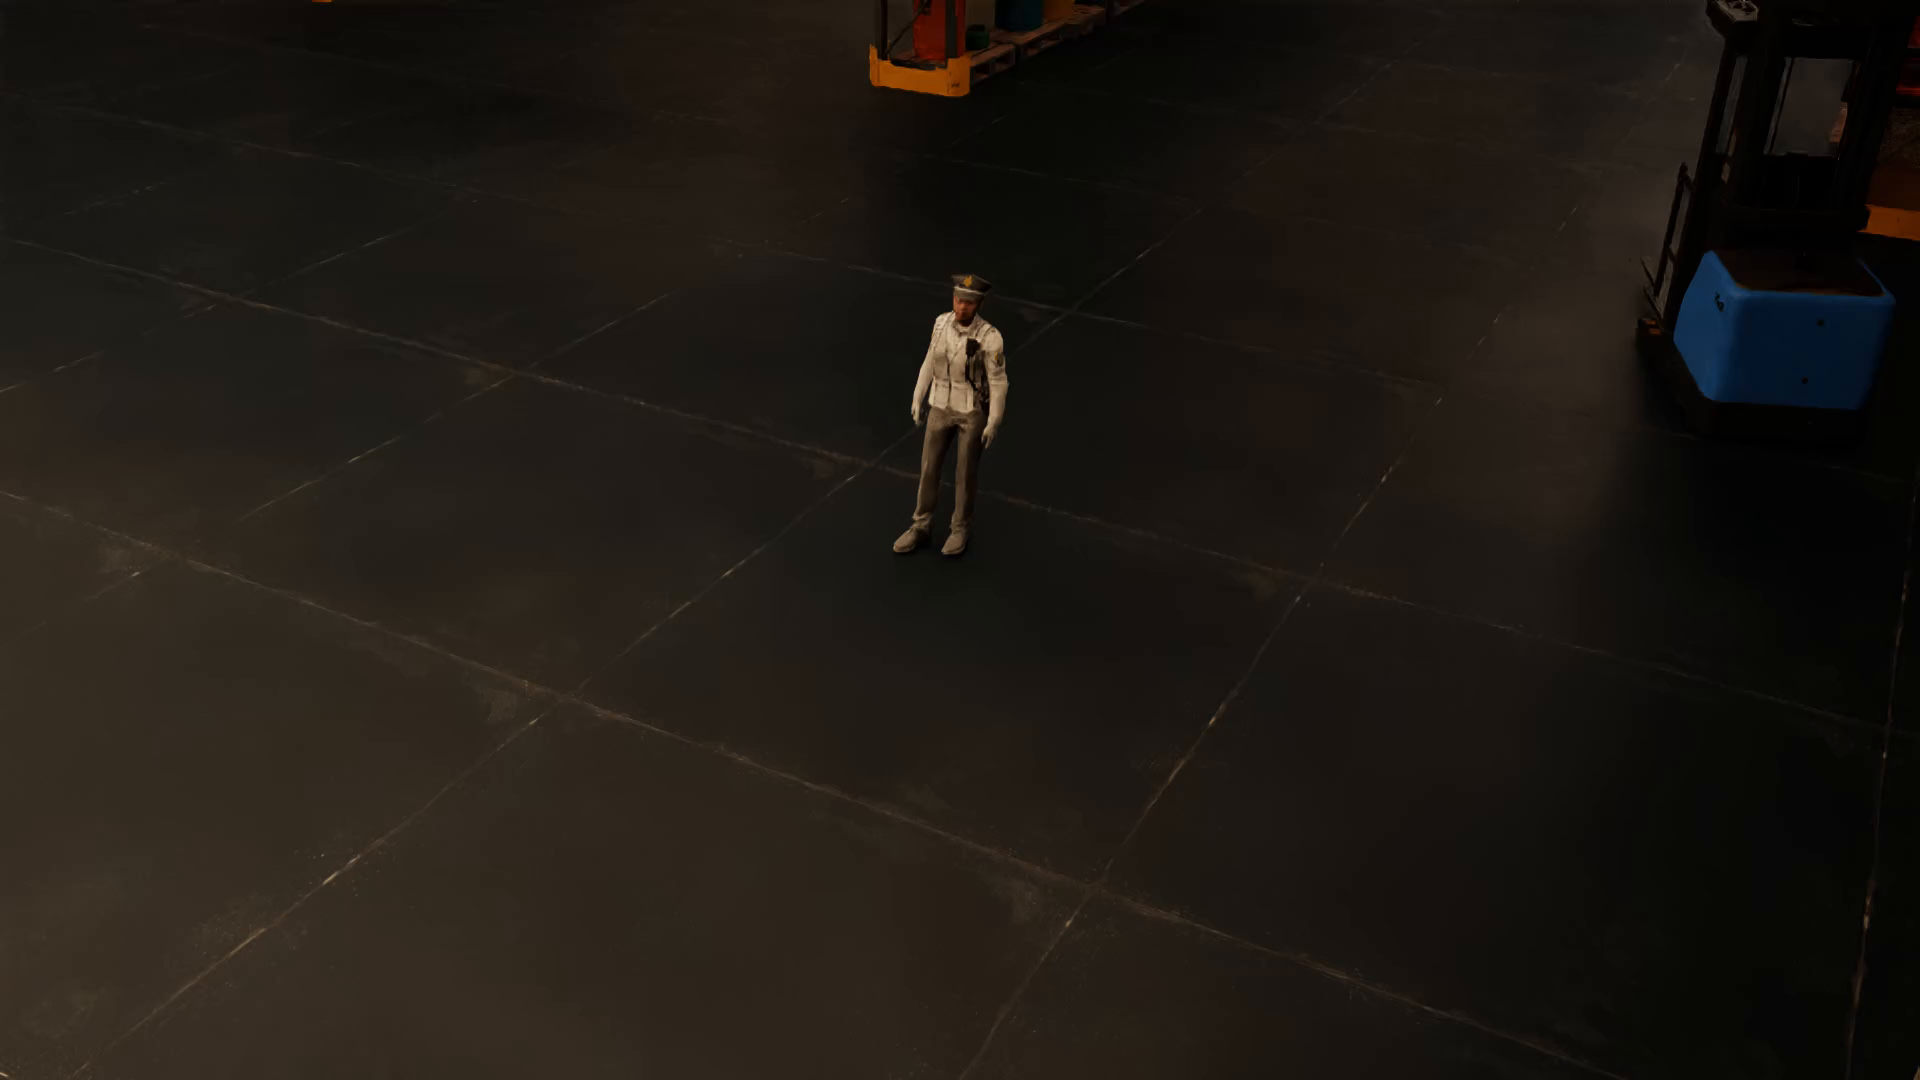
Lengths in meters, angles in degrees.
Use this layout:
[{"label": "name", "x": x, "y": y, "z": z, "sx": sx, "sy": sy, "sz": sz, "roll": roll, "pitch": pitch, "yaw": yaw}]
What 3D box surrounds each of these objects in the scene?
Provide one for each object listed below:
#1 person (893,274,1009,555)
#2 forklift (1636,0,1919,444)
[{"label": "person", "x": -0.039, "y": -0.712, "z": 9.527, "sx": 0.586, "sy": 1.695, "sz": 0.532, "roll": 15, "pitch": 33, "yaw": 25}, {"label": "forklift", "x": 5.663, "y": -2.622, "z": 11.613, "sx": 1.130, "sy": 2.935, "sz": 3.031, "roll": 4, "pitch": 30, "yaw": 8}]
